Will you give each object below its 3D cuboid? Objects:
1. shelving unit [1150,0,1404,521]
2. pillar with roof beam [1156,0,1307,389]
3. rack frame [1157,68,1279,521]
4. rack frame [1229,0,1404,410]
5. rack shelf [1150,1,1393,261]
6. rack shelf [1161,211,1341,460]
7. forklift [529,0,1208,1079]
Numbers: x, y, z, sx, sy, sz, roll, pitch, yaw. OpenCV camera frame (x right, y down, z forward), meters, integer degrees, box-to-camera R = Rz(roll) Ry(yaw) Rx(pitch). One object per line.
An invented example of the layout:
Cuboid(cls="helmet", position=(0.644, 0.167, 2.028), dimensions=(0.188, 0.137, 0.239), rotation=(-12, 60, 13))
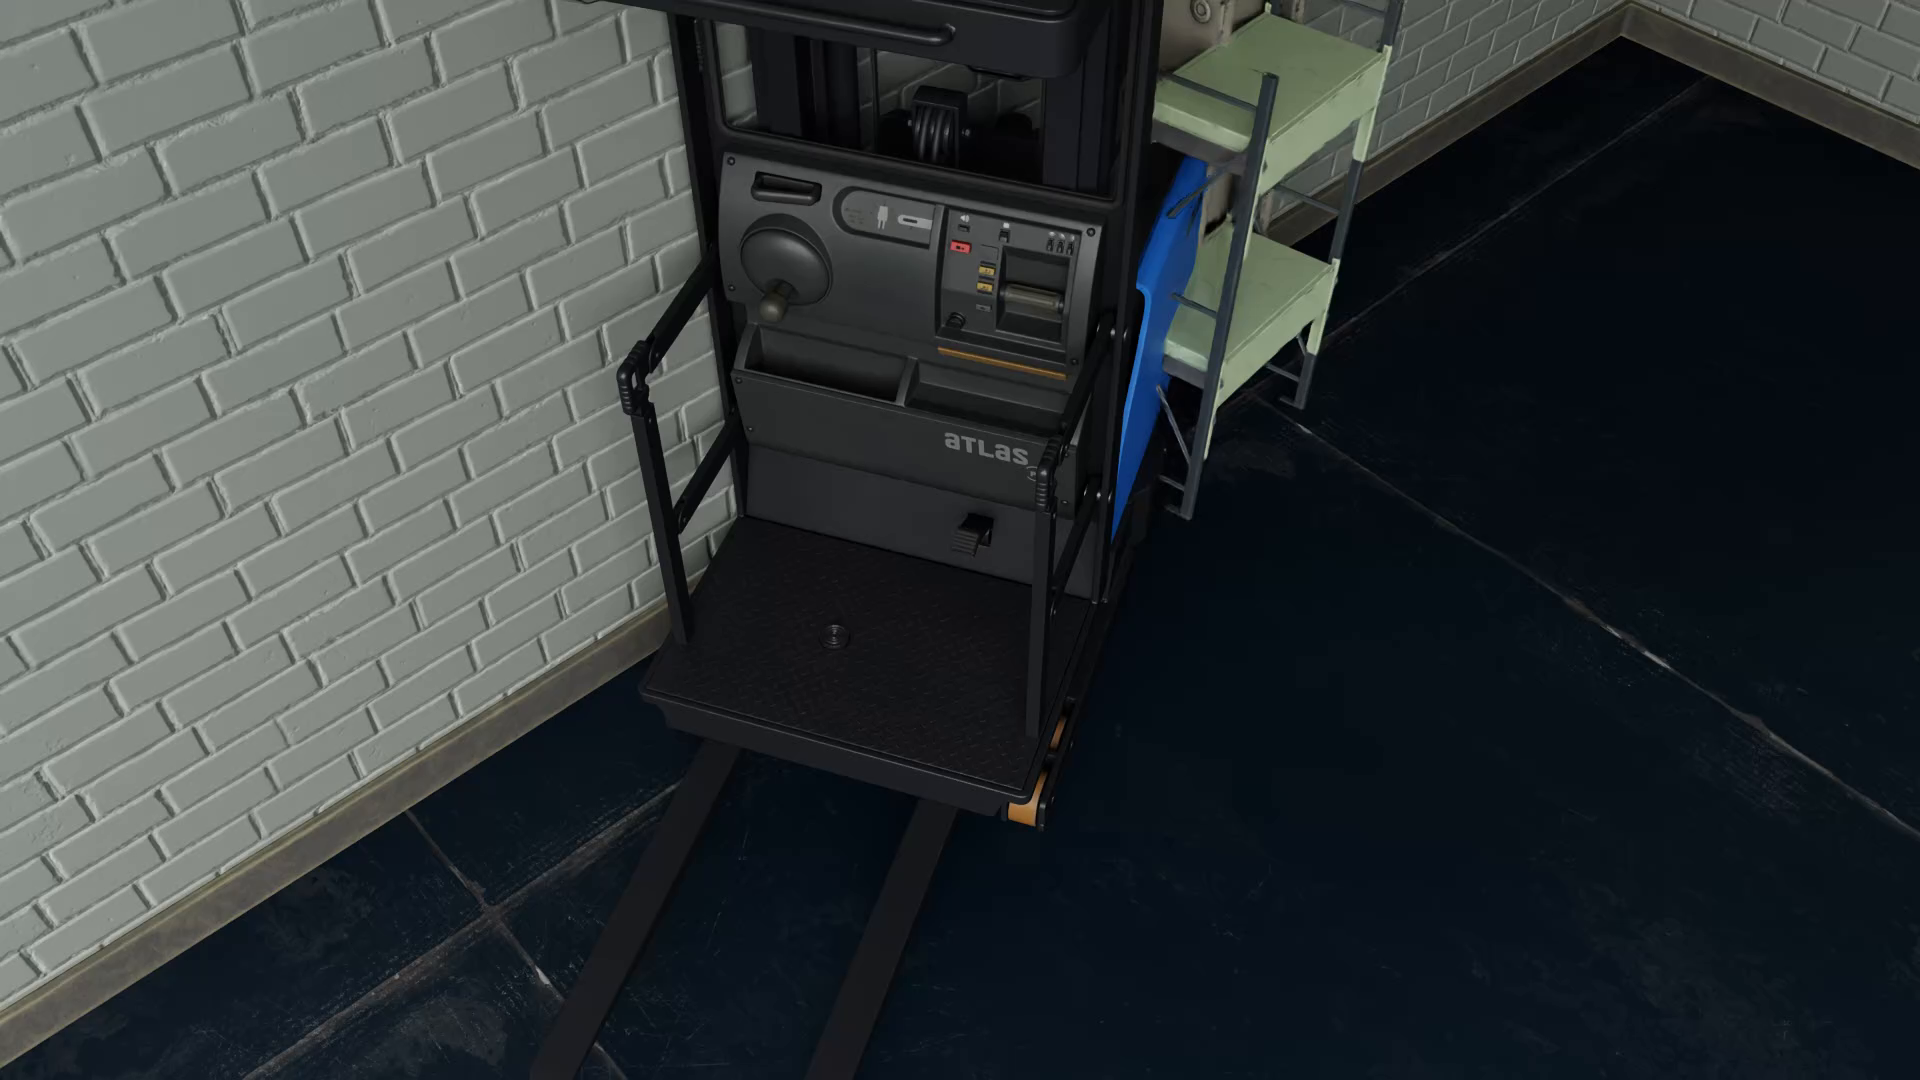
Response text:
Cuboid(cls="shelving unit", position=(0.822, -0.892, 4.993), dimensions=(0.431, 1.500, 0.755), rotation=(29, 49, 25))
Cuboid(cls="pillar with roof beam", position=(3.674, -1.390, 0.410), dimensions=(0.400, 9.000, 9.100), rotation=(-34, 56, -27))
Cuboid(cls="rack frame", position=(0.600, -0.702, 4.772), dimensions=(0.400, 1.500, 0.023), rotation=(29, 49, 25))
Cuboid(cls="rack frame", position=(1.044, -1.082, 5.213), dimensions=(0.400, 1.500, 0.023), rotation=(29, 49, 25))
Cuboid(cls="rack shelf", position=(0.842, -1.177, 4.727), dimensions=(0.431, 0.370, 0.720), rotation=(29, 49, 25))
Cuboid(cls="rack shelf", position=(0.806, -0.654, 5.215), dimensions=(0.431, 0.370, 0.720), rotation=(29, 49, 25))
Cuboid(cls="forklift", position=(-0.195, -0.559, 3.772), dimensions=(1.130, 2.935, 3.031), rotation=(14, 49, 12))
